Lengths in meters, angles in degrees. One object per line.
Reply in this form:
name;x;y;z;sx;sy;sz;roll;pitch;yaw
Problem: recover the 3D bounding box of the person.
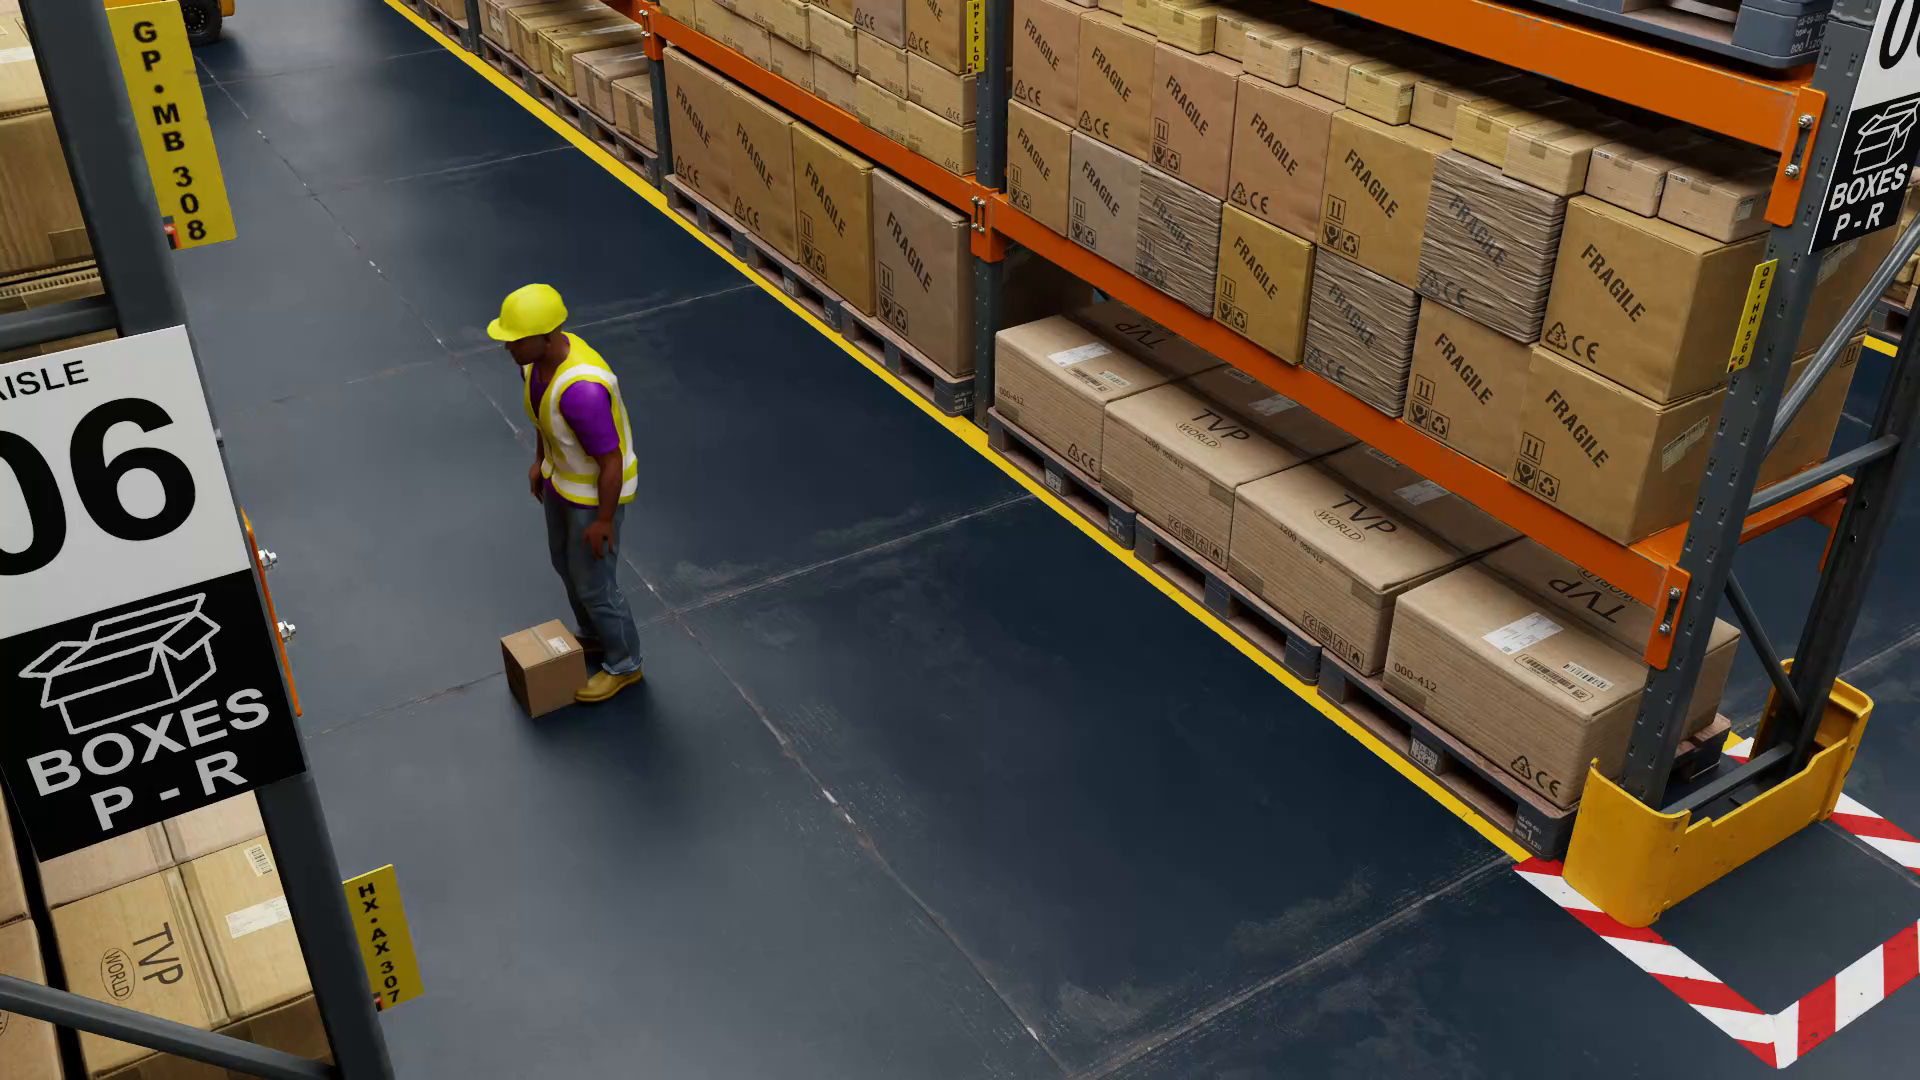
person;-1.491;-0.192;6.423;0.457;1.761;0.626;-19;37;-27
